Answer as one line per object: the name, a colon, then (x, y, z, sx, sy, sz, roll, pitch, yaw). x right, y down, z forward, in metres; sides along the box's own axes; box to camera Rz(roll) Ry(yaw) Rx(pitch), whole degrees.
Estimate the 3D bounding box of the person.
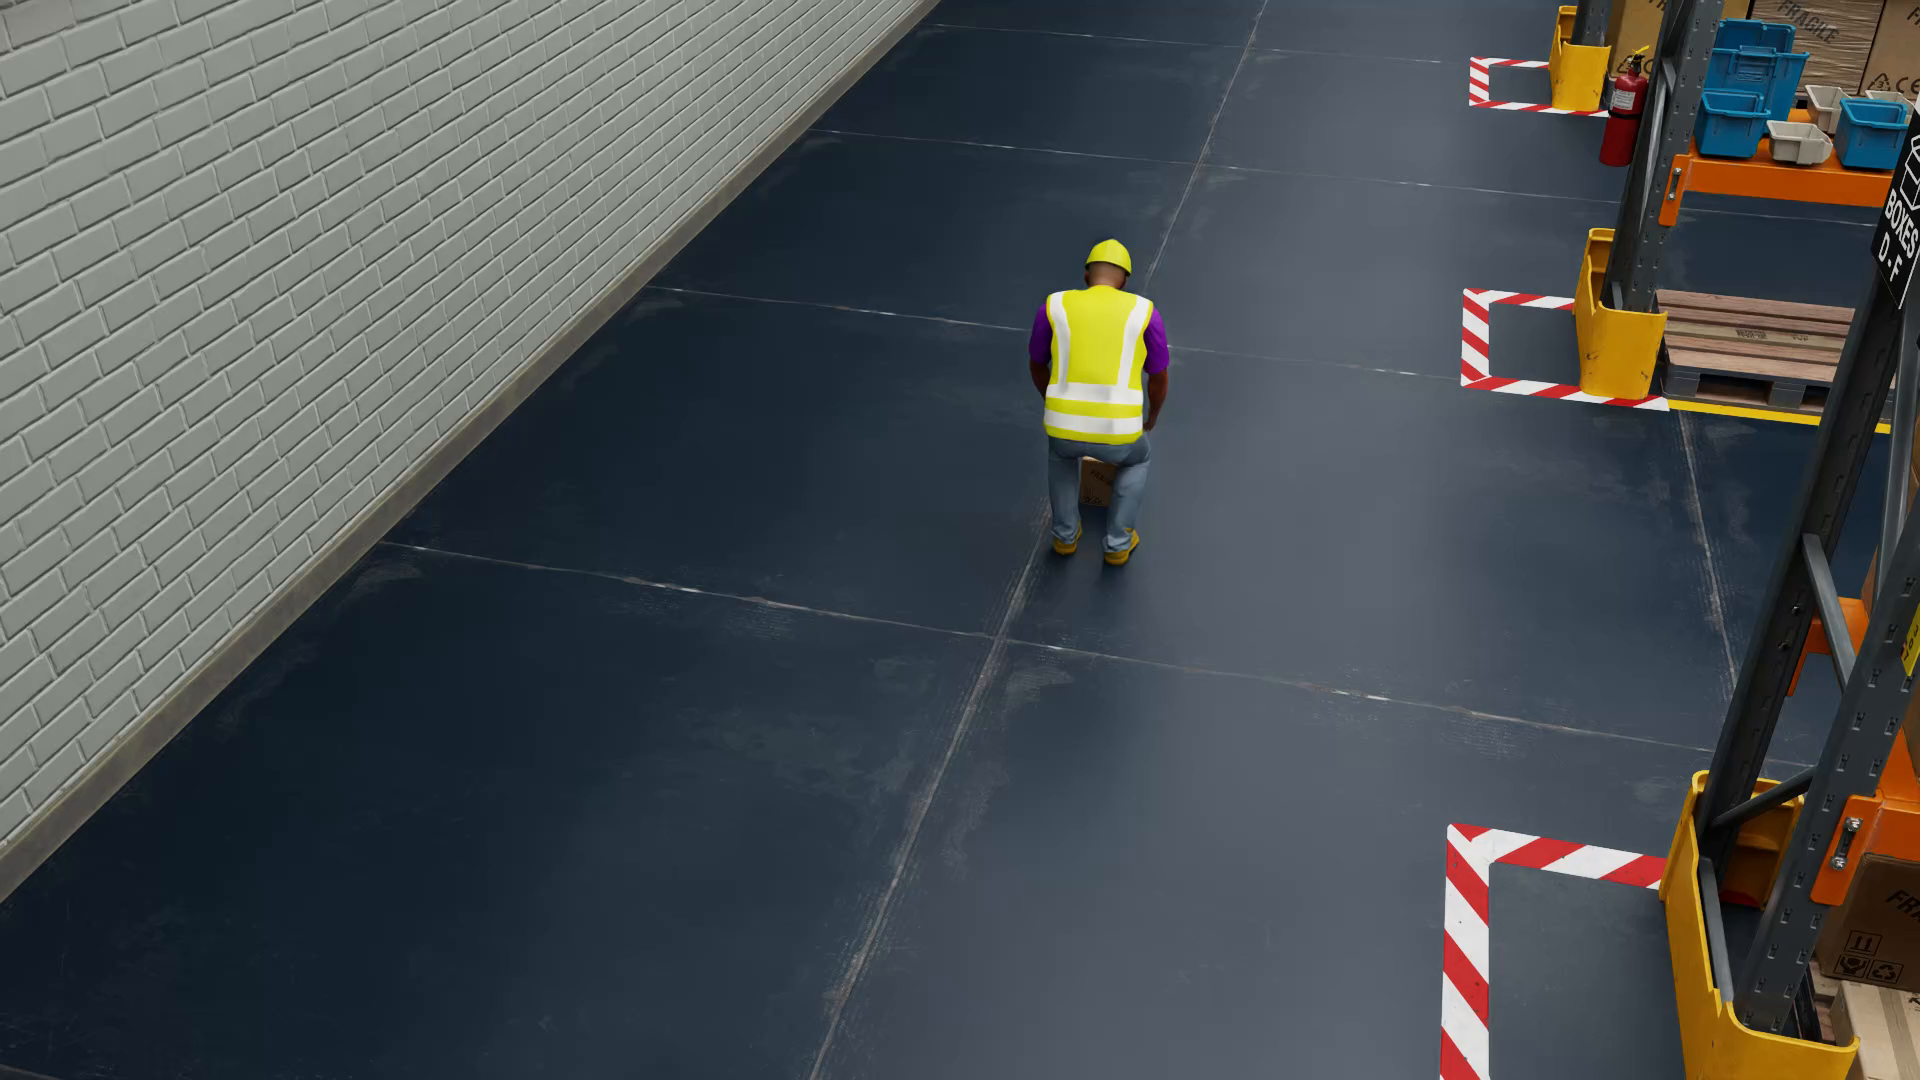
person: (0.590, -0.588, 7.400, 0.631, 1.373, 0.779, 8, 34, 12)
